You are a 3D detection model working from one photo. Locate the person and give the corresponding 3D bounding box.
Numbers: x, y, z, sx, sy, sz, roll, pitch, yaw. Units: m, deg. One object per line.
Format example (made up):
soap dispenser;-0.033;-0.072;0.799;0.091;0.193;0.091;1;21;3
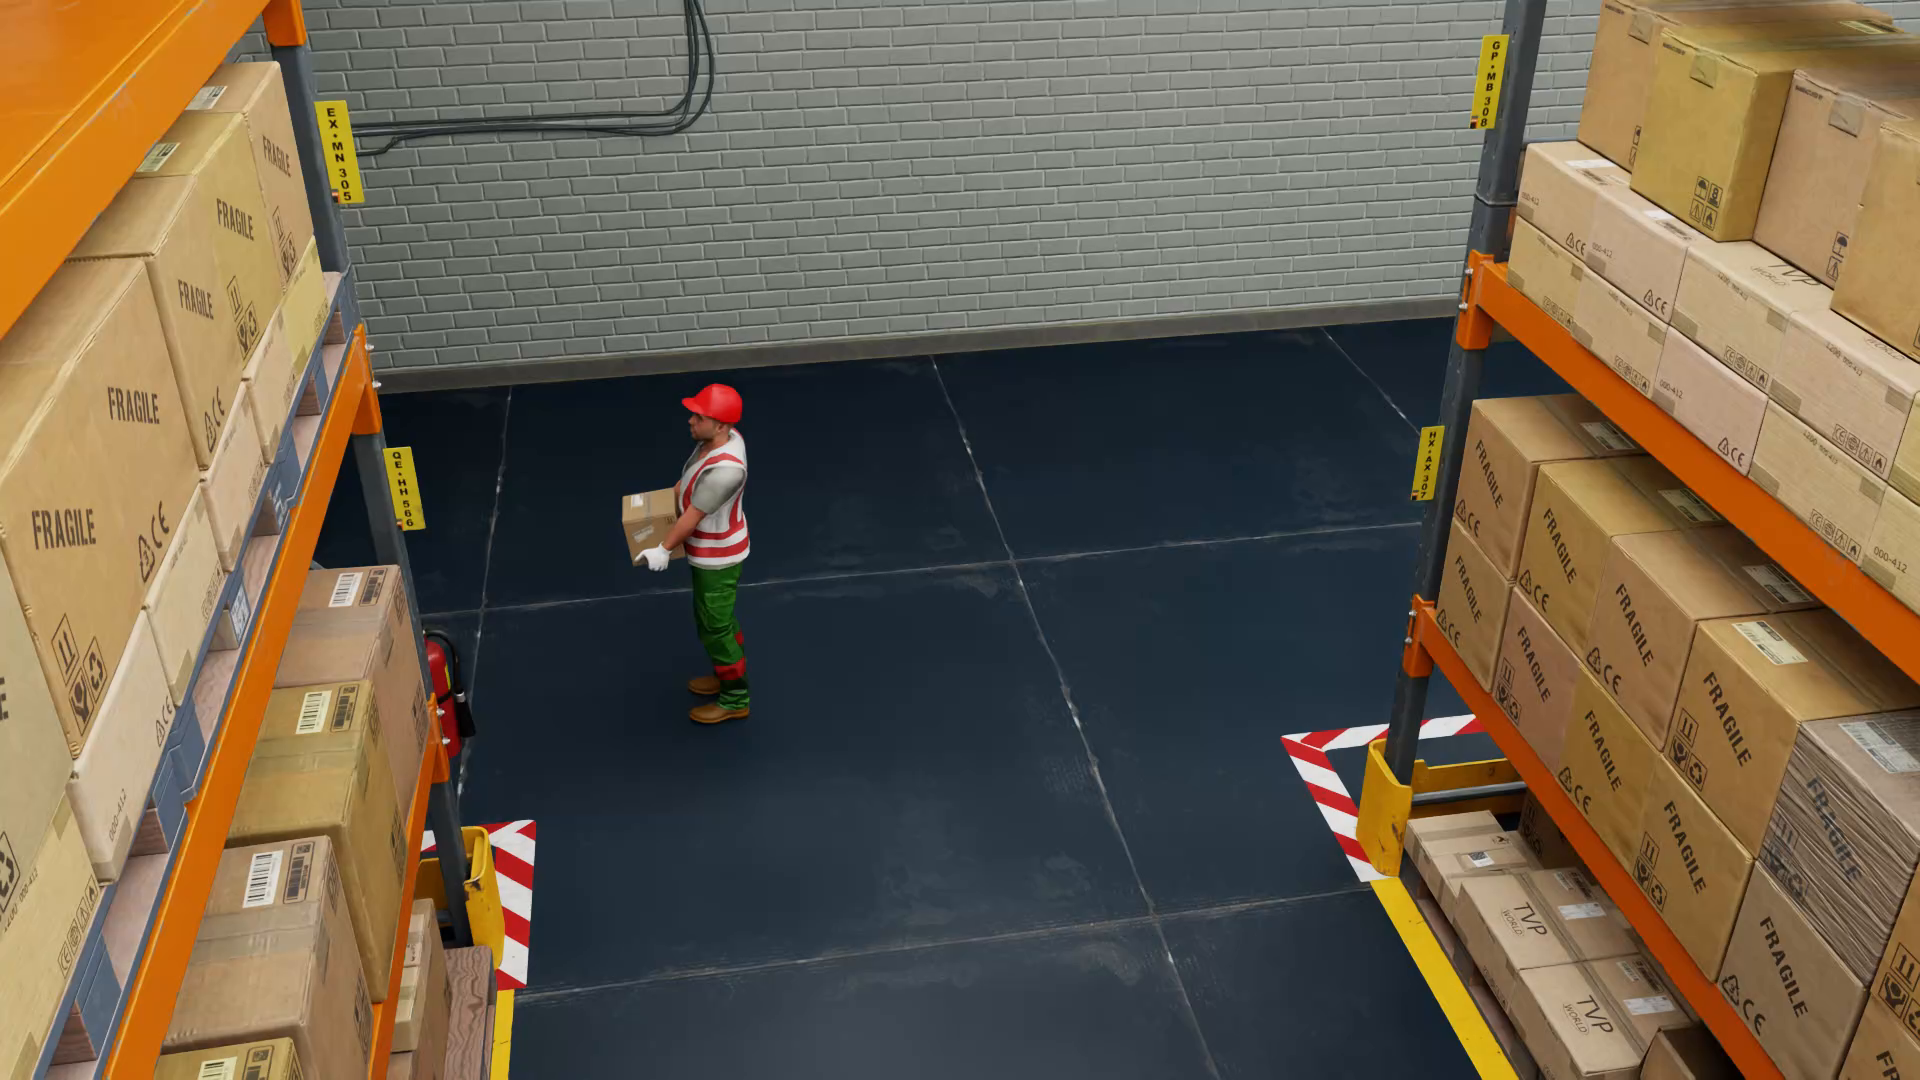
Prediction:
person;-1.274;0.074;7.996;0.561;1.782;0.494;-5;31;-8
